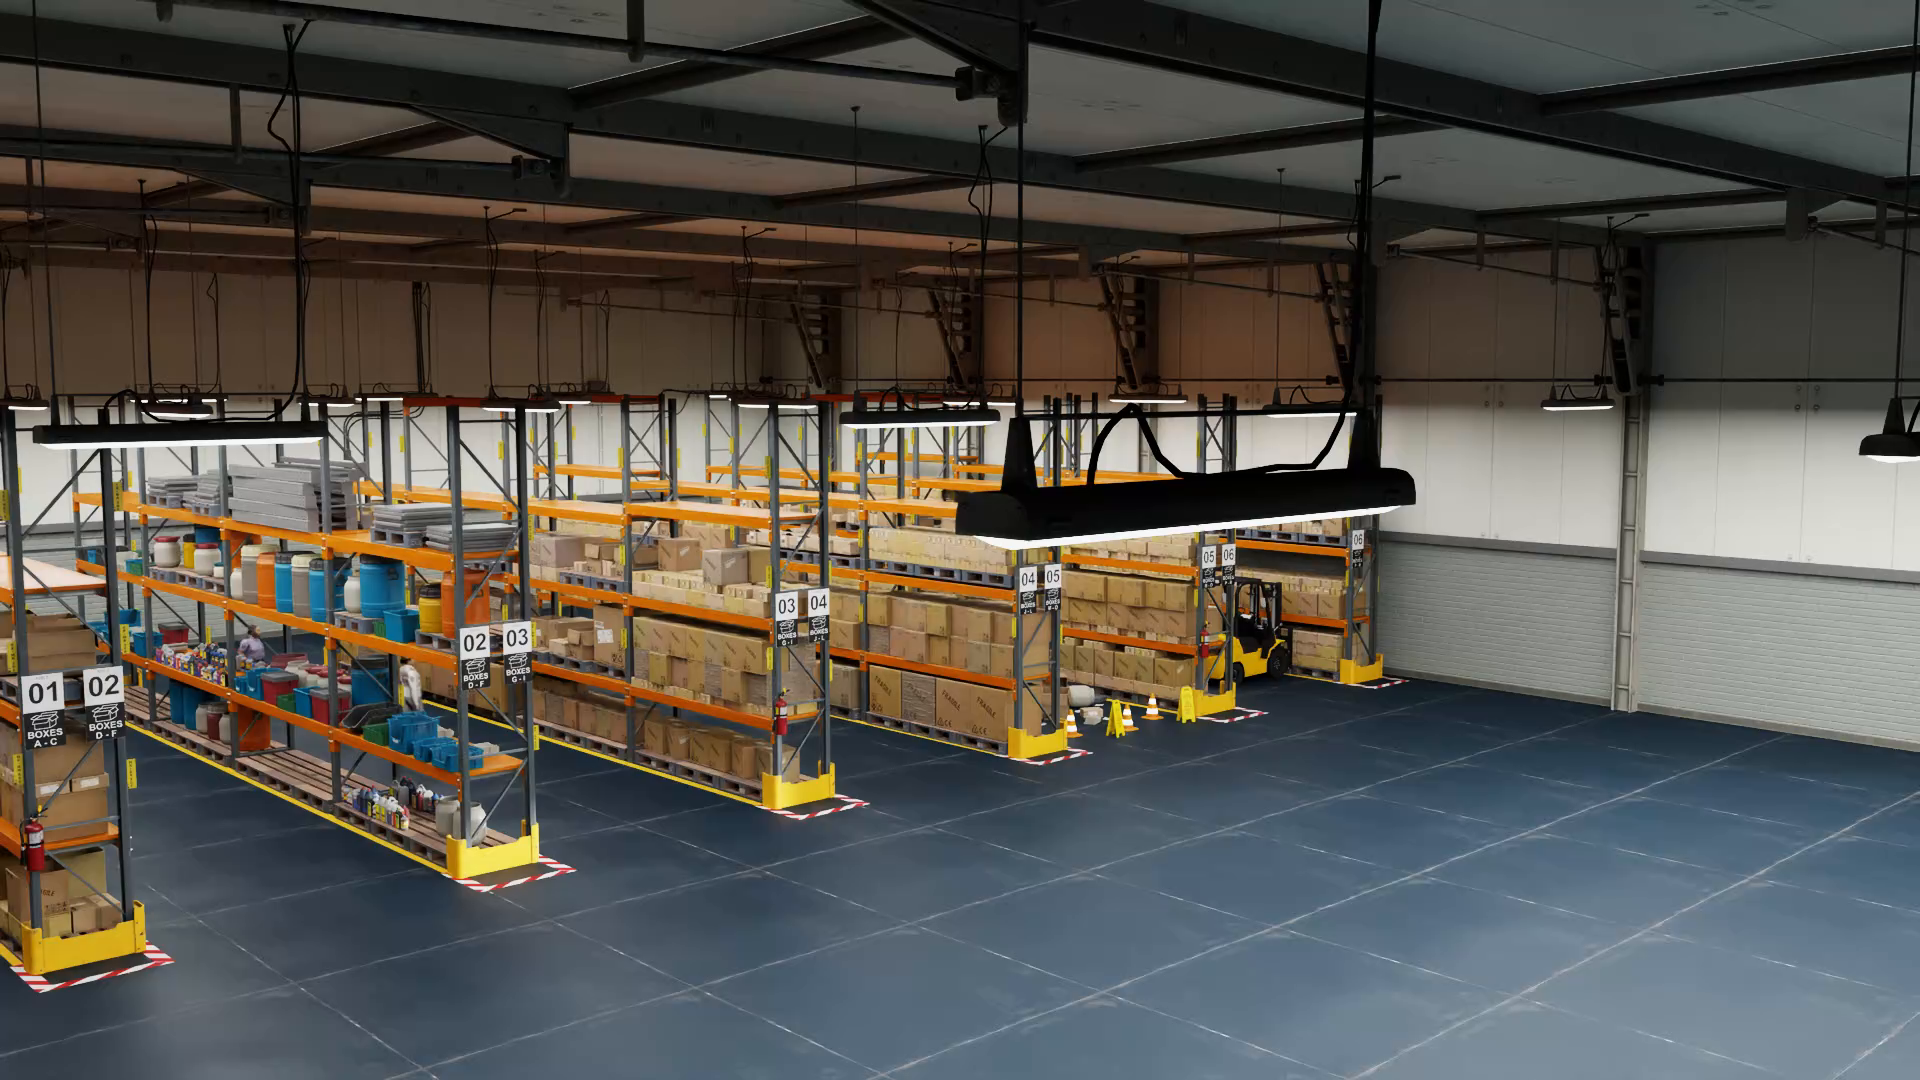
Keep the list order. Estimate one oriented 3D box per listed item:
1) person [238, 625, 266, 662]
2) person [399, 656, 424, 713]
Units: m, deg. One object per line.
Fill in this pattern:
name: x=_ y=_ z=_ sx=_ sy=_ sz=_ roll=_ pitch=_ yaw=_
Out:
person: x=-13.672 y=2.446 z=32.137 sx=0.539 sy=1.608 sz=0.537 roll=-5 pitch=7 yaw=-41
person: x=-9.399 y=2.719 z=28.708 sx=0.493 sy=1.685 sz=0.586 roll=3 pitch=6 yaw=30
